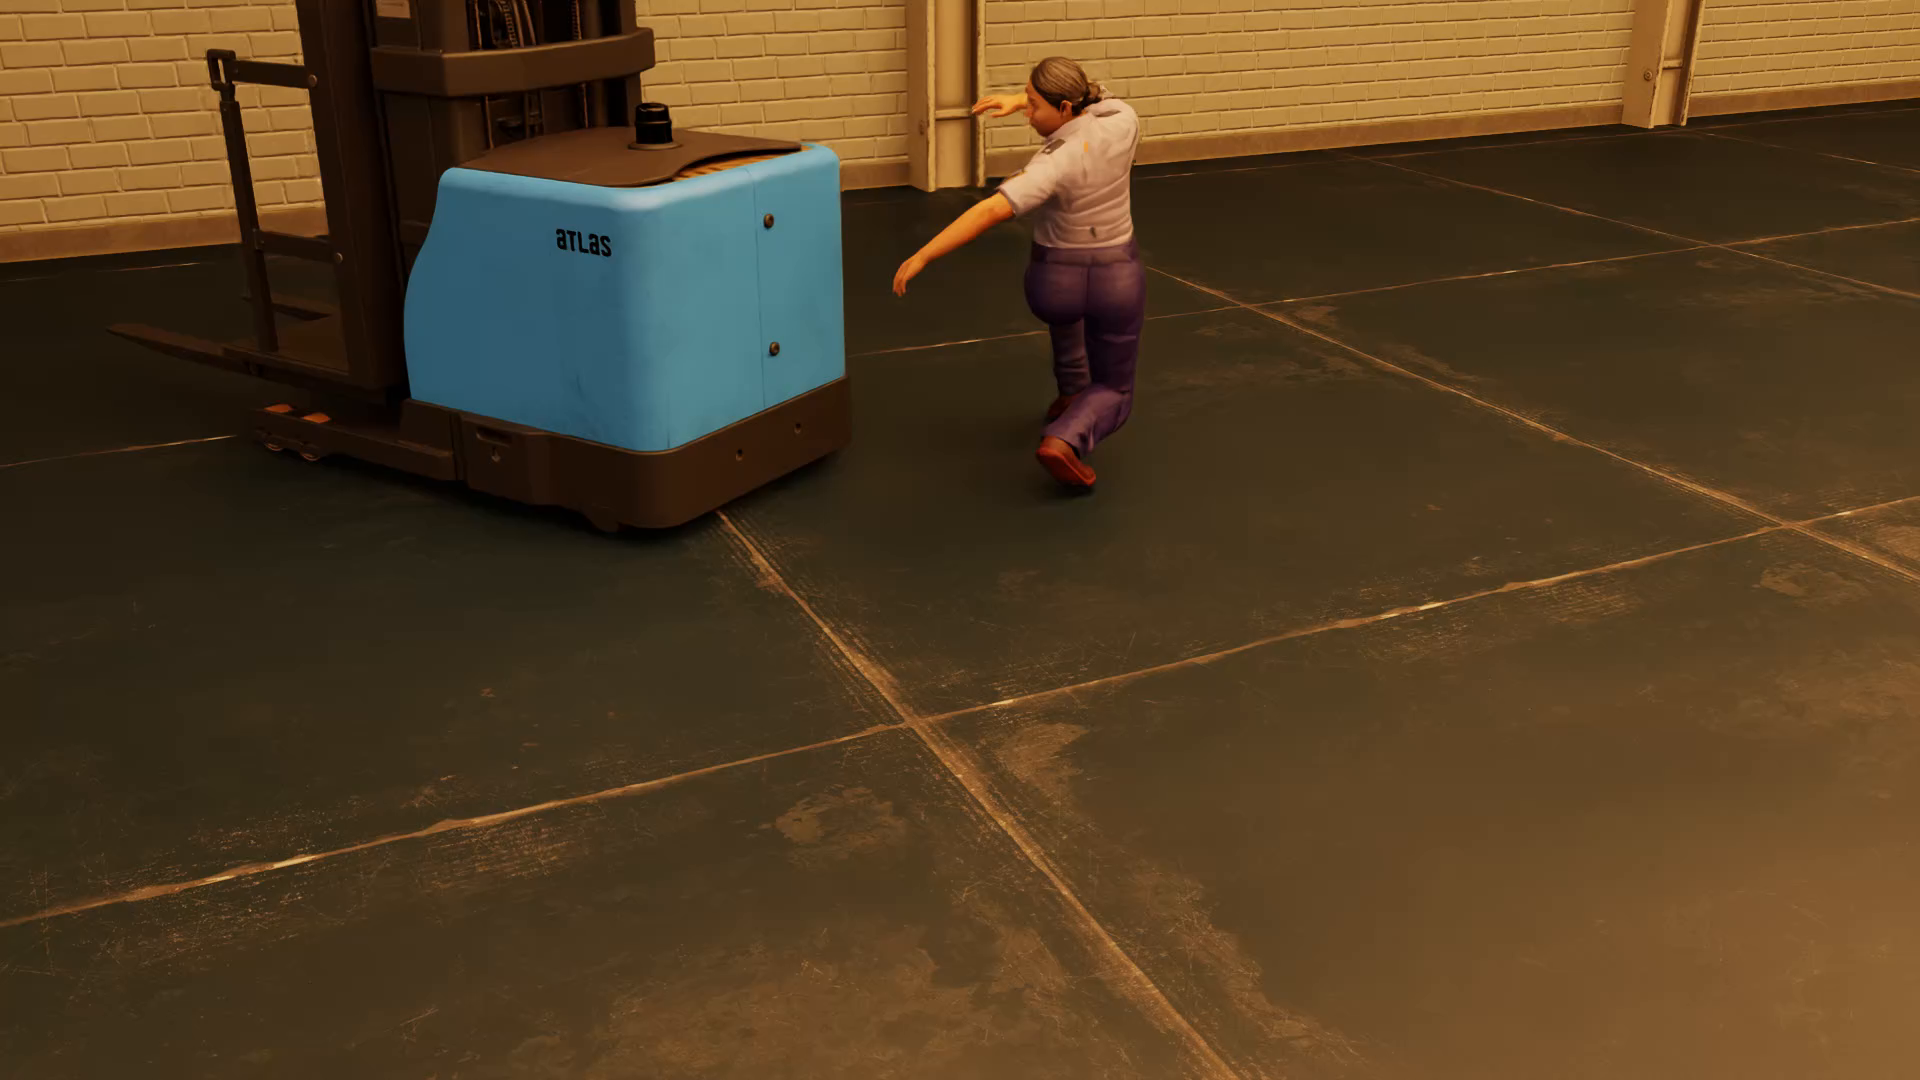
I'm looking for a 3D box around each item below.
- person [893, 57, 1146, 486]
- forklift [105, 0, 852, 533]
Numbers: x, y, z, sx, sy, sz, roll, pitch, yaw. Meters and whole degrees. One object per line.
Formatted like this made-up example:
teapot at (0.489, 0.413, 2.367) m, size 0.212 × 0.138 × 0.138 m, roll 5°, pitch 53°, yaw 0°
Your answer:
person at (0.203, -0.915, 5.549) m, size 0.842 × 1.374 × 0.950 m, roll 0°, pitch 23°, yaw -1°
forklift at (-1.897, -1.782, 5.577) m, size 3.031 × 2.935 × 1.130 m, roll 13°, pitch 26°, yaw 29°
